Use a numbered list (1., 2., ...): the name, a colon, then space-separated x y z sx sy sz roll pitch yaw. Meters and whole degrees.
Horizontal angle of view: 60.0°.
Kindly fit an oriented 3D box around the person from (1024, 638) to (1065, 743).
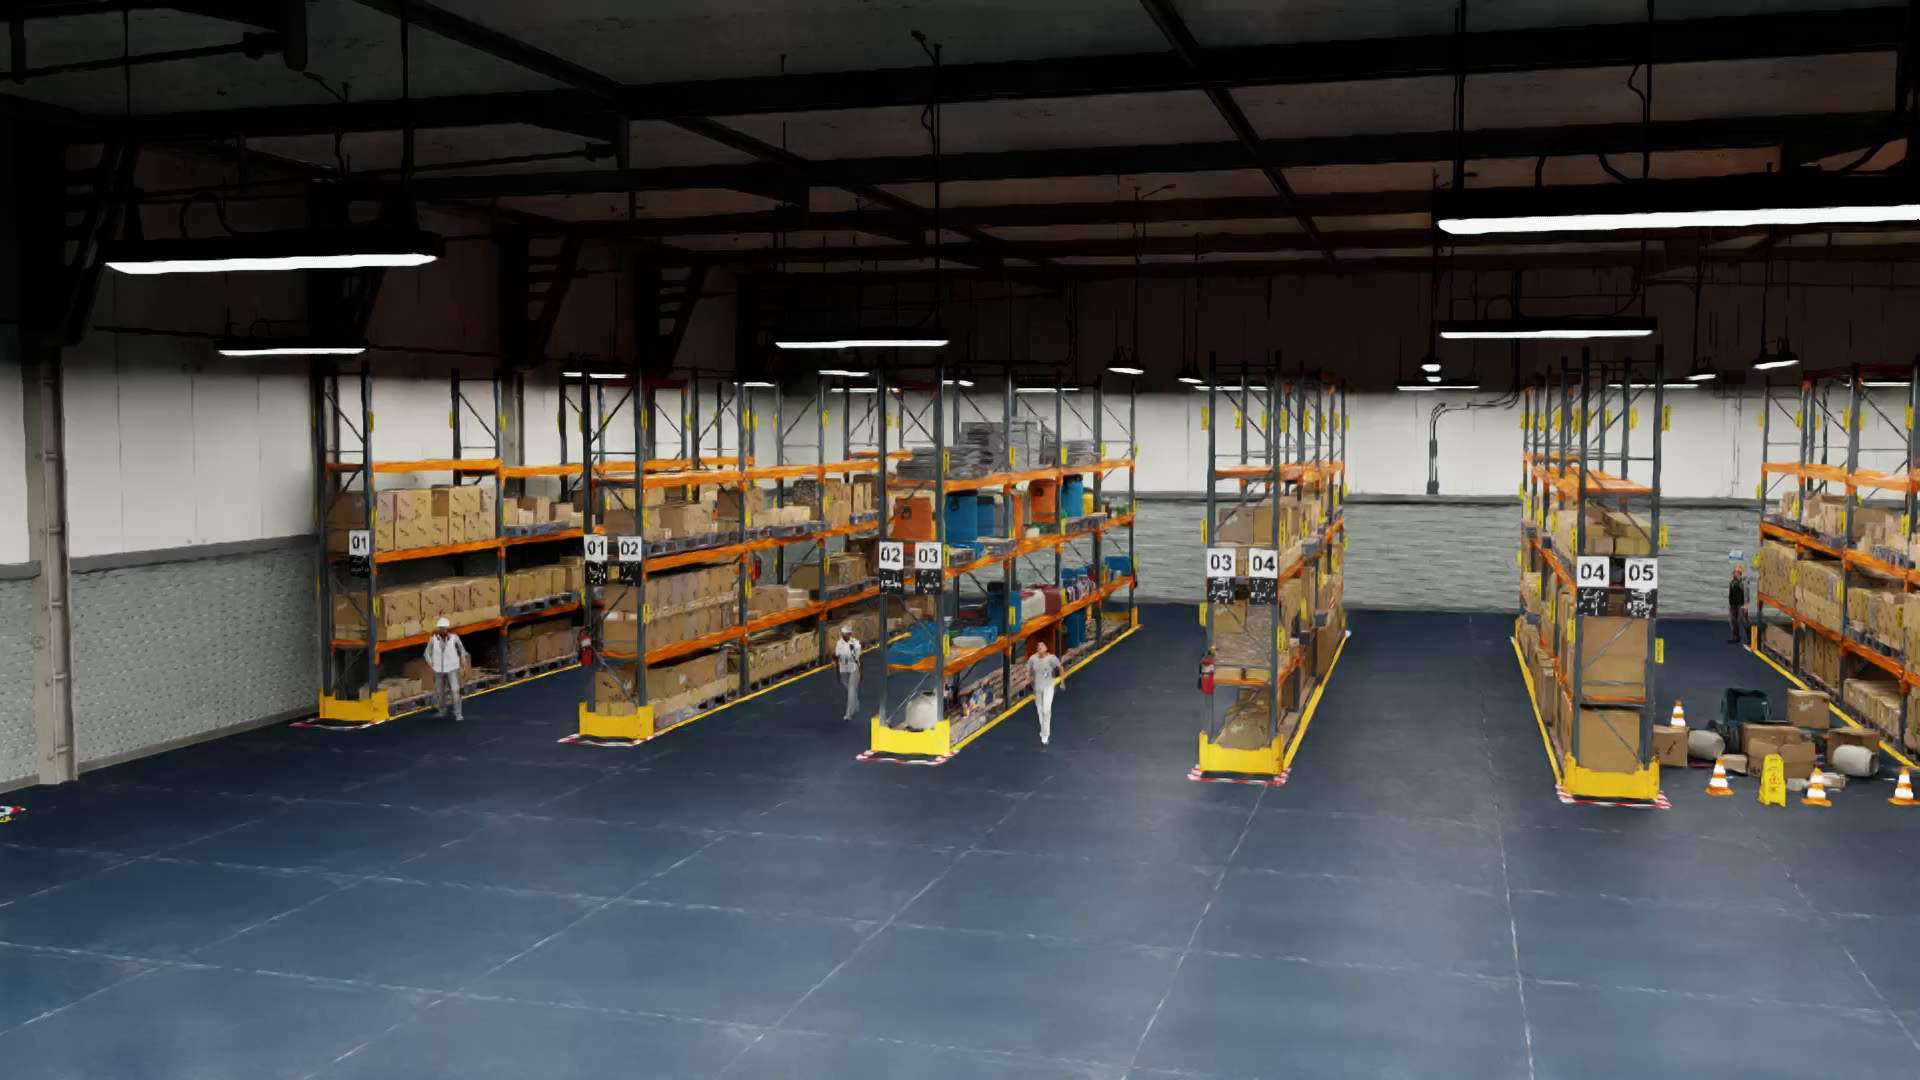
1. person: 1.315 2.330 26.167 0.589 1.600 0.820 2 4 21

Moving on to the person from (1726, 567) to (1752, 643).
1. person: 17.663 1.471 37.583 0.544 1.714 0.631 -1 4 -13

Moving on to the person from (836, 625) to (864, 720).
1. person: -1.875 2.194 27.962 0.456 1.589 1.088 1 4 18

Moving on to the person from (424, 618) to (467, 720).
1. person: -8.606 2.149 27.855 0.676 1.717 0.780 0 4 -4

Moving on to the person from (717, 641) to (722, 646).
1. person: -5.379 1.655 35.963 0.432 1.539 0.947 1 4 15
